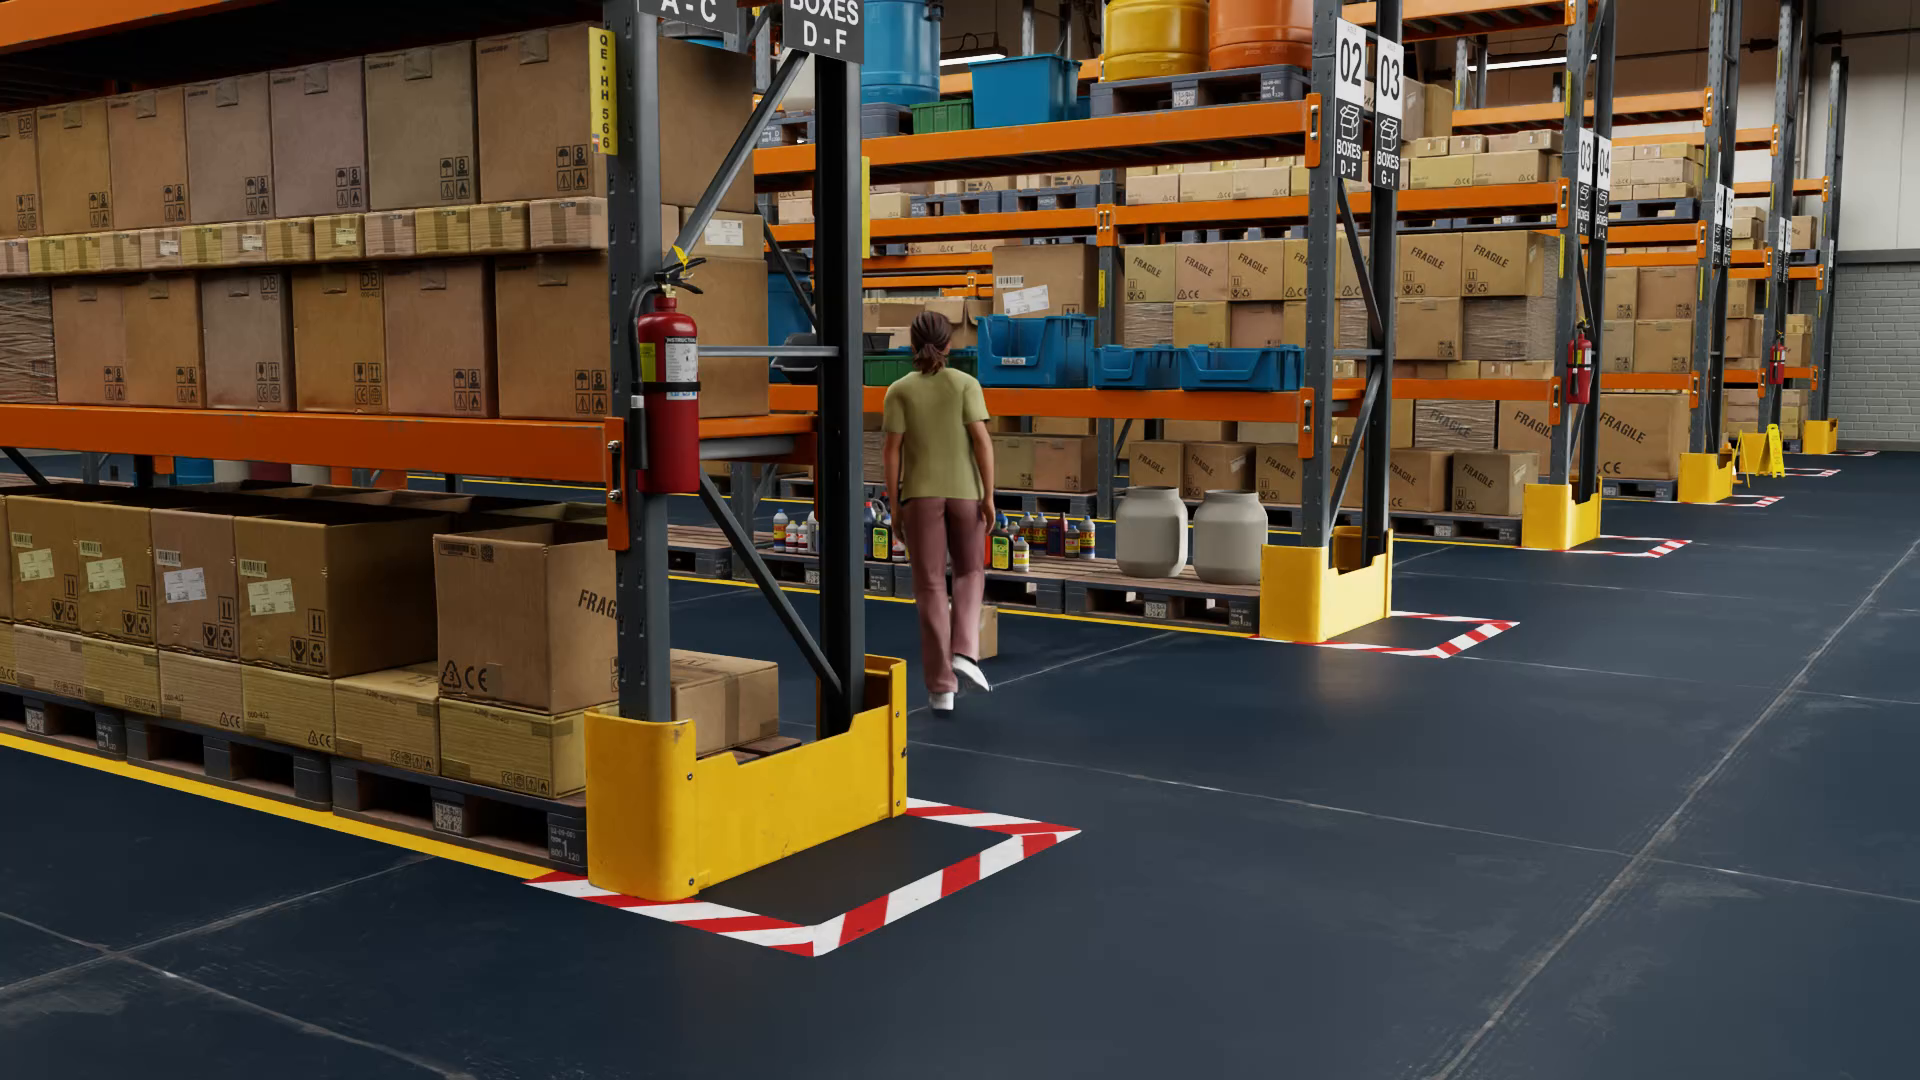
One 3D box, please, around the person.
[{"bbox_3d":[-0.096,-0.132,7.015,0.468,1.658,0.469,-1,6,-6],"label":"person"}]
